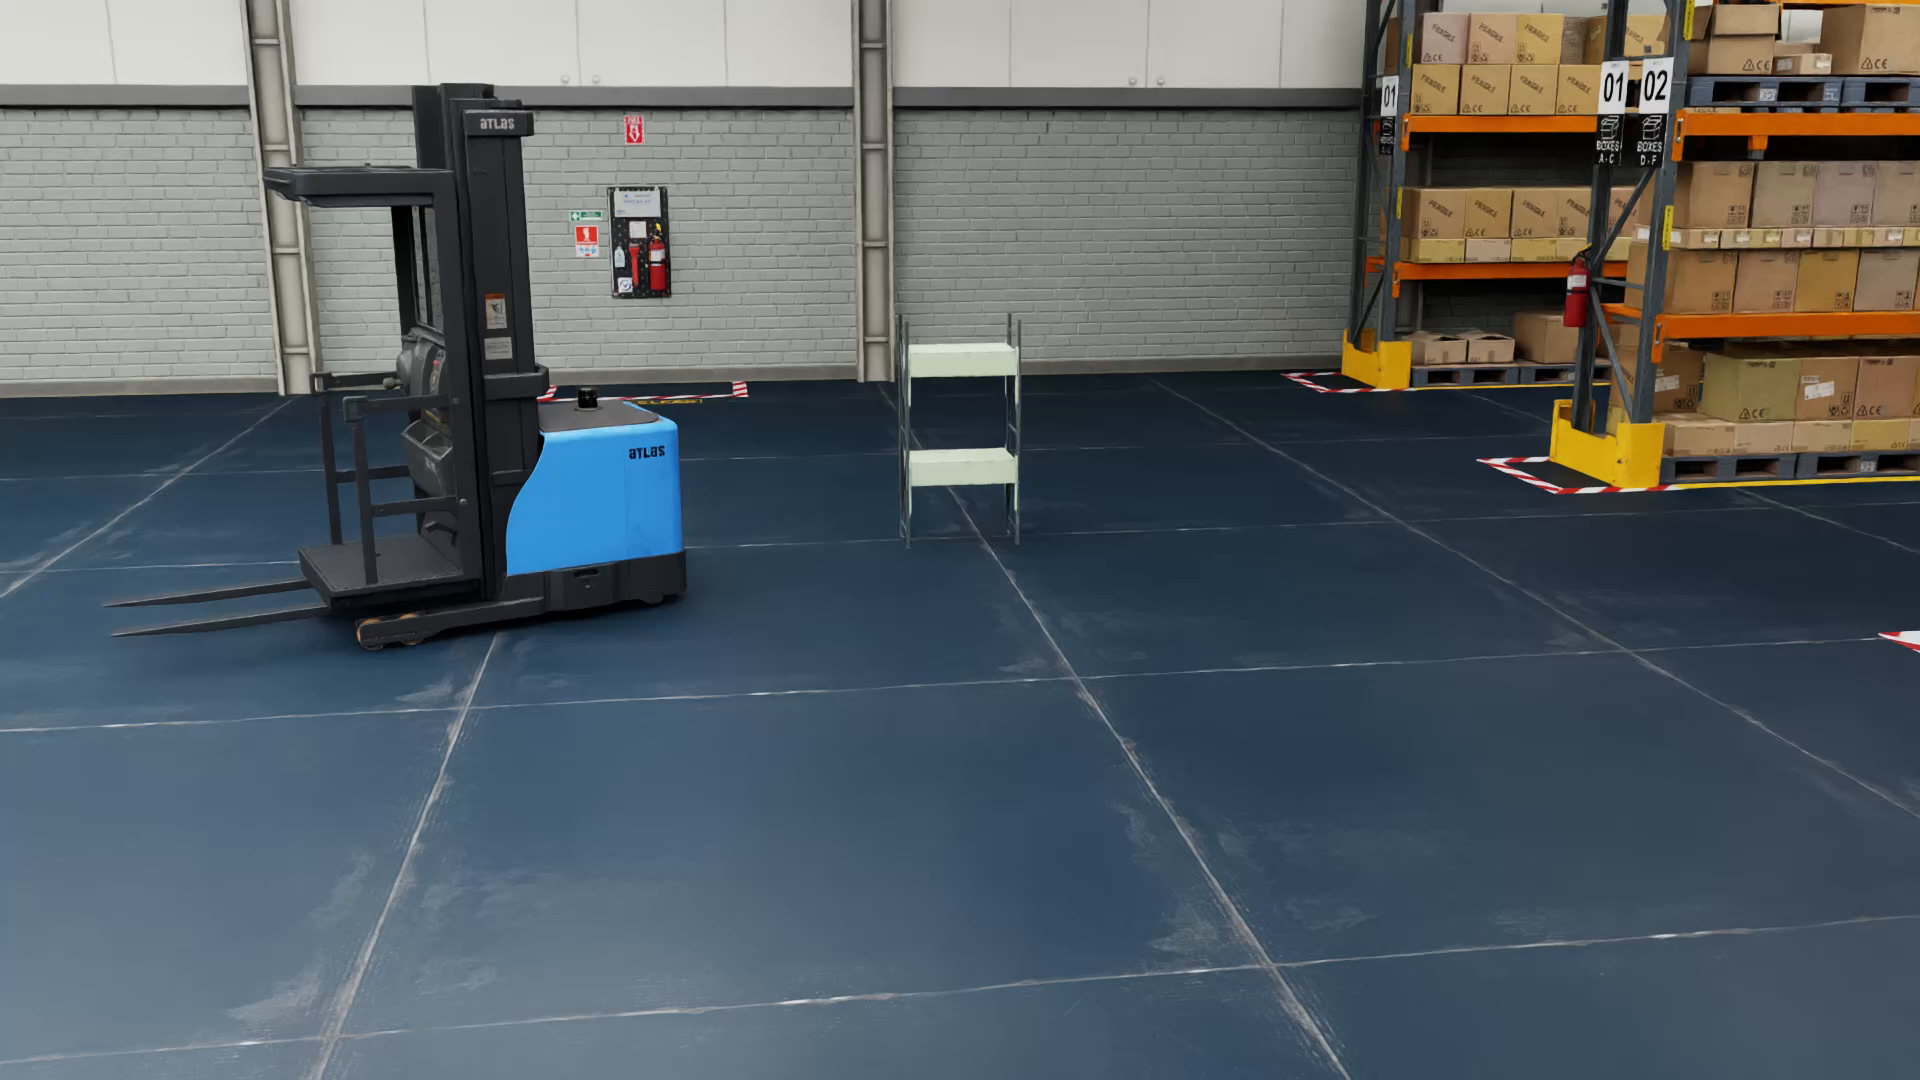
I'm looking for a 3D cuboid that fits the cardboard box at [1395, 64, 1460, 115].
[{"bbox_3d":[4.816,-4.655,17.202,0.500,0.500,0.500,-2,14,-7],"label":"cardboard box"}]

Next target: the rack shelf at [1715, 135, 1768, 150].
[{"bbox_3d":[10.381,-4.513,18.363,4.000,0.370,1.077,-2,14,-8],"label":"rack shelf"}]

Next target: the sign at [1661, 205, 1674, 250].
[{"bbox_3d":[5.266,-2.323,12.374,0.005,0.325,0.100,-2,14,-8],"label":"sign"}]

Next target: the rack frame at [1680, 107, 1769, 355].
[{"bbox_3d":[8.403,-3.334,18.351,0.127,3.000,1.000,-2,14,-8],"label":"rack frame"}]

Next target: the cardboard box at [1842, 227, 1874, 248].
[{"bbox_3d":[6.883,-2.371,12.969,0.250,0.149,0.380,-2,14,-9],"label":"cardboard box"}]

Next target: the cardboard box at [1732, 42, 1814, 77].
[{"bbox_3d":[6.289,-3.757,13.027,0.500,0.250,0.500,-2,14,-8],"label":"cardboard box"}]

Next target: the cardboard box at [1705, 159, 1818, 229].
[{"bbox_3d":[6.225,-2.712,12.996,0.500,0.500,0.700,-2,14,-10],"label":"cardboard box"}]

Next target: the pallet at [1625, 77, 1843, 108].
[{"bbox_3d":[5.892,-3.429,12.745,1.213,0.211,1.003,-2,14,-8],"label":"pallet"}]

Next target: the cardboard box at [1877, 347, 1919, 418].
[{"bbox_3d":[7.729,-1.273,13.379,0.500,0.500,0.500,-2,14,-8],"label":"cardboard box"}]

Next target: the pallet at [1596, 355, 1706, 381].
[{"bbox_3d":[7.744,-1.949,18.559,1.213,0.211,1.003,-2,14,-8],"label":"pallet"}]

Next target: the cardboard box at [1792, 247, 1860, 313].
[{"bbox_3d":[6.663,-2.097,13.212,0.500,0.500,0.700,-2,14,-8],"label":"cardboard box"}]

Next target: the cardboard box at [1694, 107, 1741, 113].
[{"bbox_3d":[7.938,-4.770,17.661,0.500,0.500,0.500,-2,14,-7],"label":"cardboard box"}]

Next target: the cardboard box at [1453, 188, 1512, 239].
[{"bbox_3d":[5.455,-3.451,17.540,0.500,0.500,0.500,-2,14,-8],"label":"cardboard box"}]

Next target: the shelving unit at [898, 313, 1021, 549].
[{"bbox_3d":[-0.007,-0.727,11.038,0.755,1.500,0.431,-2,14,-8],"label":"shelving unit"}]

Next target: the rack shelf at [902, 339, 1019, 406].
[{"bbox_3d":[-0.007,-1.106,10.943,0.720,0.370,0.431,-2,14,-8],"label":"rack shelf"}]

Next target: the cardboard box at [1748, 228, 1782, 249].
[{"bbox_3d":[6.117,-2.342,12.857,0.250,0.149,0.380,-2,14,-8],"label":"cardboard box"}]

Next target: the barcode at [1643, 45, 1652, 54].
[{"bbox_3d":[5.416,-3.861,13.093,0.075,0.075,0.001,-2,14,-8],"label":"barcode"}]

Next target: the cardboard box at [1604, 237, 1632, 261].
[{"bbox_3d":[6.991,-3.143,17.856,0.500,0.250,0.500,-2,14,-9],"label":"cardboard box"}]

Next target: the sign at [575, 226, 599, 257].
[{"bbox_3d":[-3.933,-3.147,17.531,0.234,0.329,0.001,-2,14,-8],"label":"sign"}]

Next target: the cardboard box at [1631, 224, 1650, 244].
[{"bbox_3d":[5.539,-2.421,13.169,0.250,0.149,0.380,-2,14,-9],"label":"cardboard box"}]

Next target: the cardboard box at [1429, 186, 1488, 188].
[{"bbox_3d":[5.381,-3.574,18.033,0.500,0.500,0.500,-2,14,-8],"label":"cardboard box"}]

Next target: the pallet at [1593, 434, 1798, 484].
[{"bbox_3d":[5.939,-0.683,13.512,1.213,0.211,1.003,-2,14,-8],"label":"pallet"}]

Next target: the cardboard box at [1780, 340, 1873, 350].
[{"bbox_3d":[7.157,-1.380,13.807,0.500,0.500,0.500,-2,14,-8],"label":"cardboard box"}]

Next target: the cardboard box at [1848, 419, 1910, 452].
[{"bbox_3d":[7.236,-0.888,13.385,0.500,0.250,0.500,-2,14,-8],"label":"cardboard box"}]

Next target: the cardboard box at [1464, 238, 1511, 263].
[{"bbox_3d":[5.489,-3.090,17.643,0.500,0.250,0.500,-3,14,-10],"label":"cardboard box"}]

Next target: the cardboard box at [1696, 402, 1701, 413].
[{"bbox_3d":[6.168,-0.979,13.750,0.500,0.250,0.500,-2,14,-8],"label":"cardboard box"}]

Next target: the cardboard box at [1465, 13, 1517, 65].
[{"bbox_3d":[5.368,-5.149,17.119,0.500,0.500,0.500,-2,14,-9],"label":"cardboard box"}]

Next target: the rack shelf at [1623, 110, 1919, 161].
[{"bbox_3d":[7.167,-3.176,13.034,4.000,0.370,1.077,-2,14,-8],"label":"rack shelf"}]

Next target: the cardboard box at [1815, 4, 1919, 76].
[{"bbox_3d":[6.872,-3.767,12.555,0.500,0.500,0.500,-2,14,-8],"label":"cardboard box"}]

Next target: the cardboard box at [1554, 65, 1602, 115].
[{"bbox_3d":[6.392,-4.710,17.422,0.500,0.500,0.500,-1,14,-5],"label":"cardboard box"}]

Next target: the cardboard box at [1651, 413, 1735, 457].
[{"bbox_3d":[5.753,-0.834,13.170,0.500,0.250,0.500,-2,14,-8],"label":"cardboard box"}]

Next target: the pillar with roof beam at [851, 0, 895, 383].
[{"bbox_3d":[-0.281,-5.080,12.978,0.400,9.000,9.100,-2,14,-8],"label":"pillar with roof beam"}]

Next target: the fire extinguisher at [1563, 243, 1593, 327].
[{"bbox_3d":[5.003,-2.068,13.460,0.183,0.674,0.296,-2,14,-8],"label":"fire extinguisher"}]

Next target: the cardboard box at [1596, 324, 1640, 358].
[{"bbox_3d":[7.383,-2.288,18.413,0.500,0.500,0.500,-3,14,-13],"label":"cardboard box"}]

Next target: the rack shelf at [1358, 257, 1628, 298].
[{"bbox_3d":[6.425,-2.913,18.149,4.000,0.370,1.077,-2,14,-8],"label":"rack shelf"}]

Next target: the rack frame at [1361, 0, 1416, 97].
[{"bbox_3d":[4.448,-6.099,17.043,0.127,3.000,1.000,-2,14,-8],"label":"rack frame"}]

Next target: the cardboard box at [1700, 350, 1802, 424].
[{"bbox_3d":[6.247,-1.216,13.153,0.500,0.500,0.500,-2,14,-8],"label":"cardboard box"}]

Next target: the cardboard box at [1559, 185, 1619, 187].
[{"bbox_3d":[6.902,-3.634,18.270,0.500,0.500,0.500,-2,14,-7],"label":"cardboard box"}]

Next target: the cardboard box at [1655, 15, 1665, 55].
[{"bbox_3d":[7.405,-5.227,17.428,0.500,0.500,0.500,-1,14,-5],"label":"cardboard box"}]

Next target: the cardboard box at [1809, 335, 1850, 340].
[{"bbox_3d":[9.632,-2.397,18.847,0.500,0.500,0.700,-2,14,-9],"label":"cardboard box"}]

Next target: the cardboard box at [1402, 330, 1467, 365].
[{"bbox_3d":[5.145,-2.102,18.060,0.500,0.311,0.500,-4,15,-15],"label":"cardboard box"}]

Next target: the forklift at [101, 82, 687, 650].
[{"bbox_3d":[-3.140,-0.978,9.098,3.031,2.935,1.130,-8,16,-29],"label":"forklift"}]

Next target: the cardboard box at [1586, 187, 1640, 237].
[{"bbox_3d":[6.989,-3.508,17.771,0.500,0.500,0.500,-3,14,-10],"label":"cardboard box"}]

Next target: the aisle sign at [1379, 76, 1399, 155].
[{"bbox_3d":[4.421,-4.376,17.159,0.004,0.787,0.394,-2,14,-8],"label":"aisle sign"}]

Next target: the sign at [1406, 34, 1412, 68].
[{"bbox_3d":[4.529,-4.938,16.781,0.005,0.325,0.100,-2,14,-8],"label":"sign"}]
